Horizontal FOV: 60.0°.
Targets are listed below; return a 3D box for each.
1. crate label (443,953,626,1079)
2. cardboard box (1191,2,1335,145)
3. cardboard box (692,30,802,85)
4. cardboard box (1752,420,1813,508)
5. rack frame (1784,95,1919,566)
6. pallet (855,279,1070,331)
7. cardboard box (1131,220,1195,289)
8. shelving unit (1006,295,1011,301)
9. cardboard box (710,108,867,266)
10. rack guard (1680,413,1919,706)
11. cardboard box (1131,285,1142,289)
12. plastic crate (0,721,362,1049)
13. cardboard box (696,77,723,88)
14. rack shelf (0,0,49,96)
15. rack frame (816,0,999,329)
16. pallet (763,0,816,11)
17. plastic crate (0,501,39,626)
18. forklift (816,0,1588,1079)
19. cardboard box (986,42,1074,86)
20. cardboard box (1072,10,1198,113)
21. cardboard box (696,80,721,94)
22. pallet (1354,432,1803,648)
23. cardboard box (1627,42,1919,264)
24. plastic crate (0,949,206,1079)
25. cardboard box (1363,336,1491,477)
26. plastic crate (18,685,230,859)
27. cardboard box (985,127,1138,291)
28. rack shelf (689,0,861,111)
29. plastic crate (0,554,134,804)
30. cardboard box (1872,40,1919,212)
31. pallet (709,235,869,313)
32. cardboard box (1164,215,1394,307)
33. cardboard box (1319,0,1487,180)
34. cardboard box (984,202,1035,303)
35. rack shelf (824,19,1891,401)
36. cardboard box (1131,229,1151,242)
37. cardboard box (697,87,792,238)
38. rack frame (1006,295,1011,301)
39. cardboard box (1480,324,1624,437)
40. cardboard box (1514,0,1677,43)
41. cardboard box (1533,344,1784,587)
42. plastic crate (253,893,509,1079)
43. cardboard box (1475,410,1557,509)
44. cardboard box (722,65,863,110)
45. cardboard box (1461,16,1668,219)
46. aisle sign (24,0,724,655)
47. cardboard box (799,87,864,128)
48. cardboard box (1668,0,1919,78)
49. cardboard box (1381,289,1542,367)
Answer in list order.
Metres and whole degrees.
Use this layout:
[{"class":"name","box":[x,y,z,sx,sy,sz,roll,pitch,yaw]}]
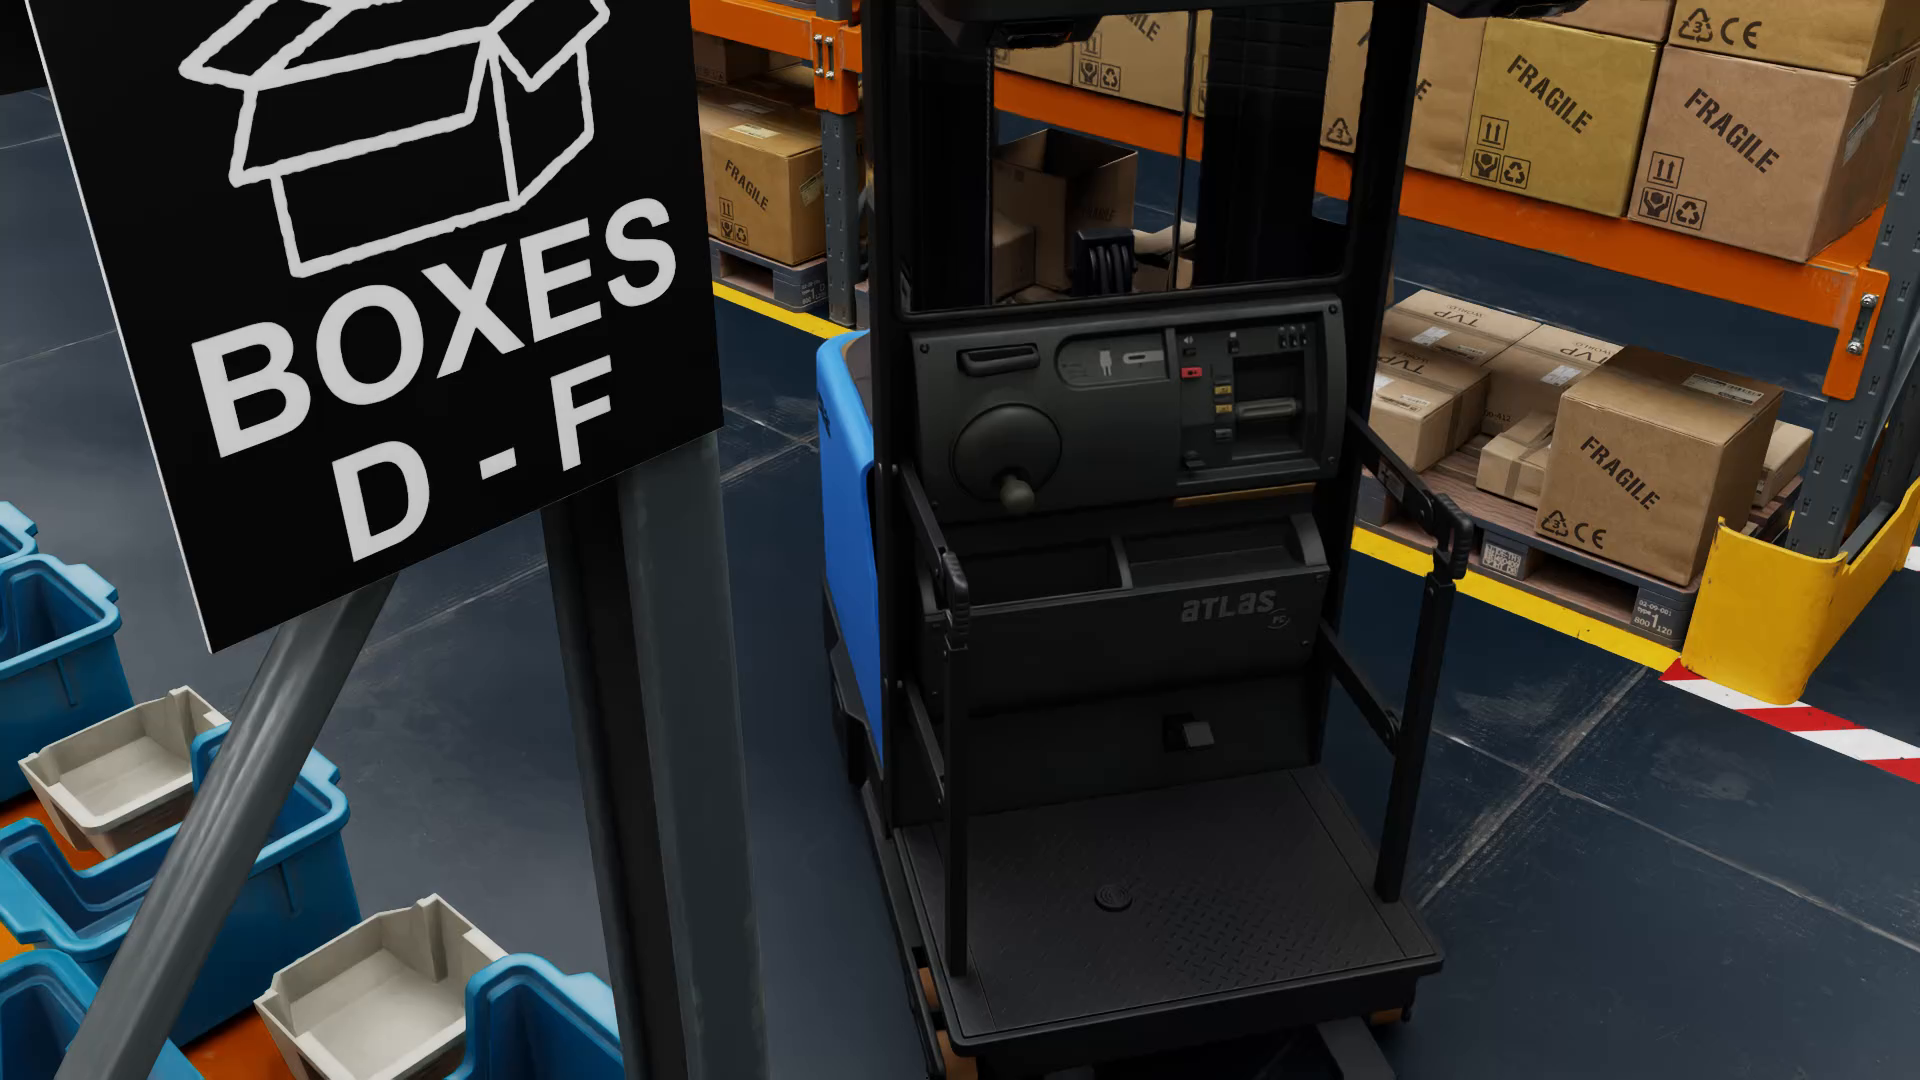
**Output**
[{"class":"crate label","box":[-0.522,0.691,1.798,0.303,0.233,0.416,25,39,35]},{"class":"cardboard box","box":[1.126,-1.658,5.498,0.500,0.500,0.500,24,39,34]},{"class":"cardboard box","box":[-1.135,-2.466,8.209,0.500,0.250,0.500,25,39,35]},{"class":"cardboard box","box":[2.687,-0.280,5.644,0.250,0.149,0.380,25,39,35]},{"class":"rack frame","box":[2.767,-1.037,4.564,0.127,3.000,1.000,25,39,35]},{"class":"pallet","box":[0.310,-0.988,7.187,1.213,0.211,1.003,25,39,35]},{"class":"cardboard box","box":[0.970,-1.109,6.865,0.500,0.311,0.500,25,39,35]},{"class":"shelving unit","box":[0.006,-0.383,5.513,0.210,0.900,0.258,25,39,35]},{"class":"cardboard box","box":[-0.757,-1.600,7.496,0.500,0.500,0.500,25,39,35]},{"class":"rack guard","box":[2.711,0.008,5.252,0.348,0.500,1.175,25,39,35]},{"class":"cardboard box","box":[0.615,-0.872,6.611,0.250,0.166,0.380,25,39,35]},{"class":"plastic crate","box":[-1.010,0.463,2.176,0.300,0.233,0.416,25,39,35]},{"class":"cardboard box","box":[-1.162,-2.155,8.419,0.500,0.500,0.500,26,39,36]},{"class":"rack shelf","box":[-2.042,-0.813,1.981,4.000,0.370,1.077,25,39,35]},{"class":"rack frame","box":[-0.199,-2.421,6.863,0.127,3.000,1.000,25,39,35]},{"class":"pallet","box":[-0.718,-2.657,7.441,1.213,0.211,1.003,25,39,35]},{"class":"plastic crate","box":[-1.720,0.131,2.728,0.300,0.233,0.416,25,39,35]},{"class":"forklift","box":[0.413,-0.228,3.286,1.130,2.935,3.031,-7,32,-11]},{"class":"cardboard box","box":[0.378,-2.007,6.079,0.500,0.500,0.500,26,40,36]},{"class":"cardboard box","box":[0.748,-1.833,5.790,0.500,0.500,0.500,25,39,35]},{"class":"cardboard box","box":[-1.489,-1.948,8.074,0.500,0.500,0.500,26,39,36]},{"class":"pallet","box":[2.119,-0.144,5.784,1.213,0.211,1.003,25,39,35]},{"class":"cardboard box","box":[2.252,-1.130,4.622,0.500,0.500,0.500,26,40,36]},{"class":"plastic crate","box":[-0.933,0.771,1.469,0.499,0.435,0.616,25,39,35]},{"class":"cardboard box","box":[1.514,-0.481,5.881,0.500,0.250,0.500,25,39,35]},{"class":"plastic crate","box":[-1.207,0.355,2.450,0.298,0.136,0.250,25,39,35]},{"class":"cardboard box","box":[0.414,-1.450,7.247,0.500,0.500,0.500,25,39,35]},{"class":"rack shelf","box":[-1.681,-2.805,8.198,4.000,0.370,1.077,25,39,35]},{"class":"plastic crate","box":[-1.498,0.235,2.555,0.300,0.233,0.416,25,39,35]},{"class":"cardboard box","box":[2.615,-1.334,4.960,0.500,0.500,0.500,26,40,36]},{"class":"pallet","box":[-0.827,-1.493,8.026,1.213,0.211,1.003,25,39,35]},{"class":"cardboard box","box":[1.198,-0.892,6.317,0.637,0.503,0.797,25,39,35]},{"class":"cardboard box","box":[1.499,-1.483,5.209,0.500,0.500,0.500,25,39,35]},{"class":"cardboard box","box":[-0.033,-1.229,7.064,0.500,0.311,0.500,25,39,35]},{"class":"rack shelf","box":[1.284,-1.421,5.899,4.000,0.370,1.077,25,39,35]},{"class":"cardboard box","box":[0.732,-1.192,7.160,0.250,0.149,0.380,25,39,35]},{"class":"cardboard box","box":[-1.118,-1.774,7.786,0.500,0.500,0.500,25,39,35]},{"class":"rack frame","box":[0.081,-0.348,5.455,0.006,0.900,0.240,25,39,35]},{"class":"cardboard box","box":[2.184,-0.517,5.939,0.500,0.250,0.500,25,39,35]},{"class":"cardboard box","box":[1.877,-1.731,4.651,0.500,0.500,0.500,26,40,36]},{"class":"cardboard box","box":[2.199,-0.248,5.251,0.500,0.500,0.500,25,39,35]},{"class":"plastic crate","box":[-0.704,0.590,2.060,0.298,0.136,0.250,25,39,35]},{"class":"cardboard box","box":[1.959,-0.280,5.627,0.250,0.166,0.380,25,39,35]},{"class":"cardboard box","box":[-0.797,-1.979,8.127,0.500,0.500,0.500,26,39,36]},{"class":"cardboard box","box":[1.865,-1.309,4.918,0.500,0.500,0.500,25,39,35]},{"class":"aisle sign","box":[-0.307,-0.346,0.896,0.004,0.787,0.394,25,39,35]},{"class":"cardboard box","box":[-0.394,-1.799,7.827,0.500,0.500,0.500,23,38,33]},{"class":"cardboard box","box":[2.253,-1.557,4.361,0.500,0.500,0.500,25,39,35]},{"class":"cardboard box","box":[1.813,-0.690,6.227,0.500,0.250,0.500,25,39,35]}]
